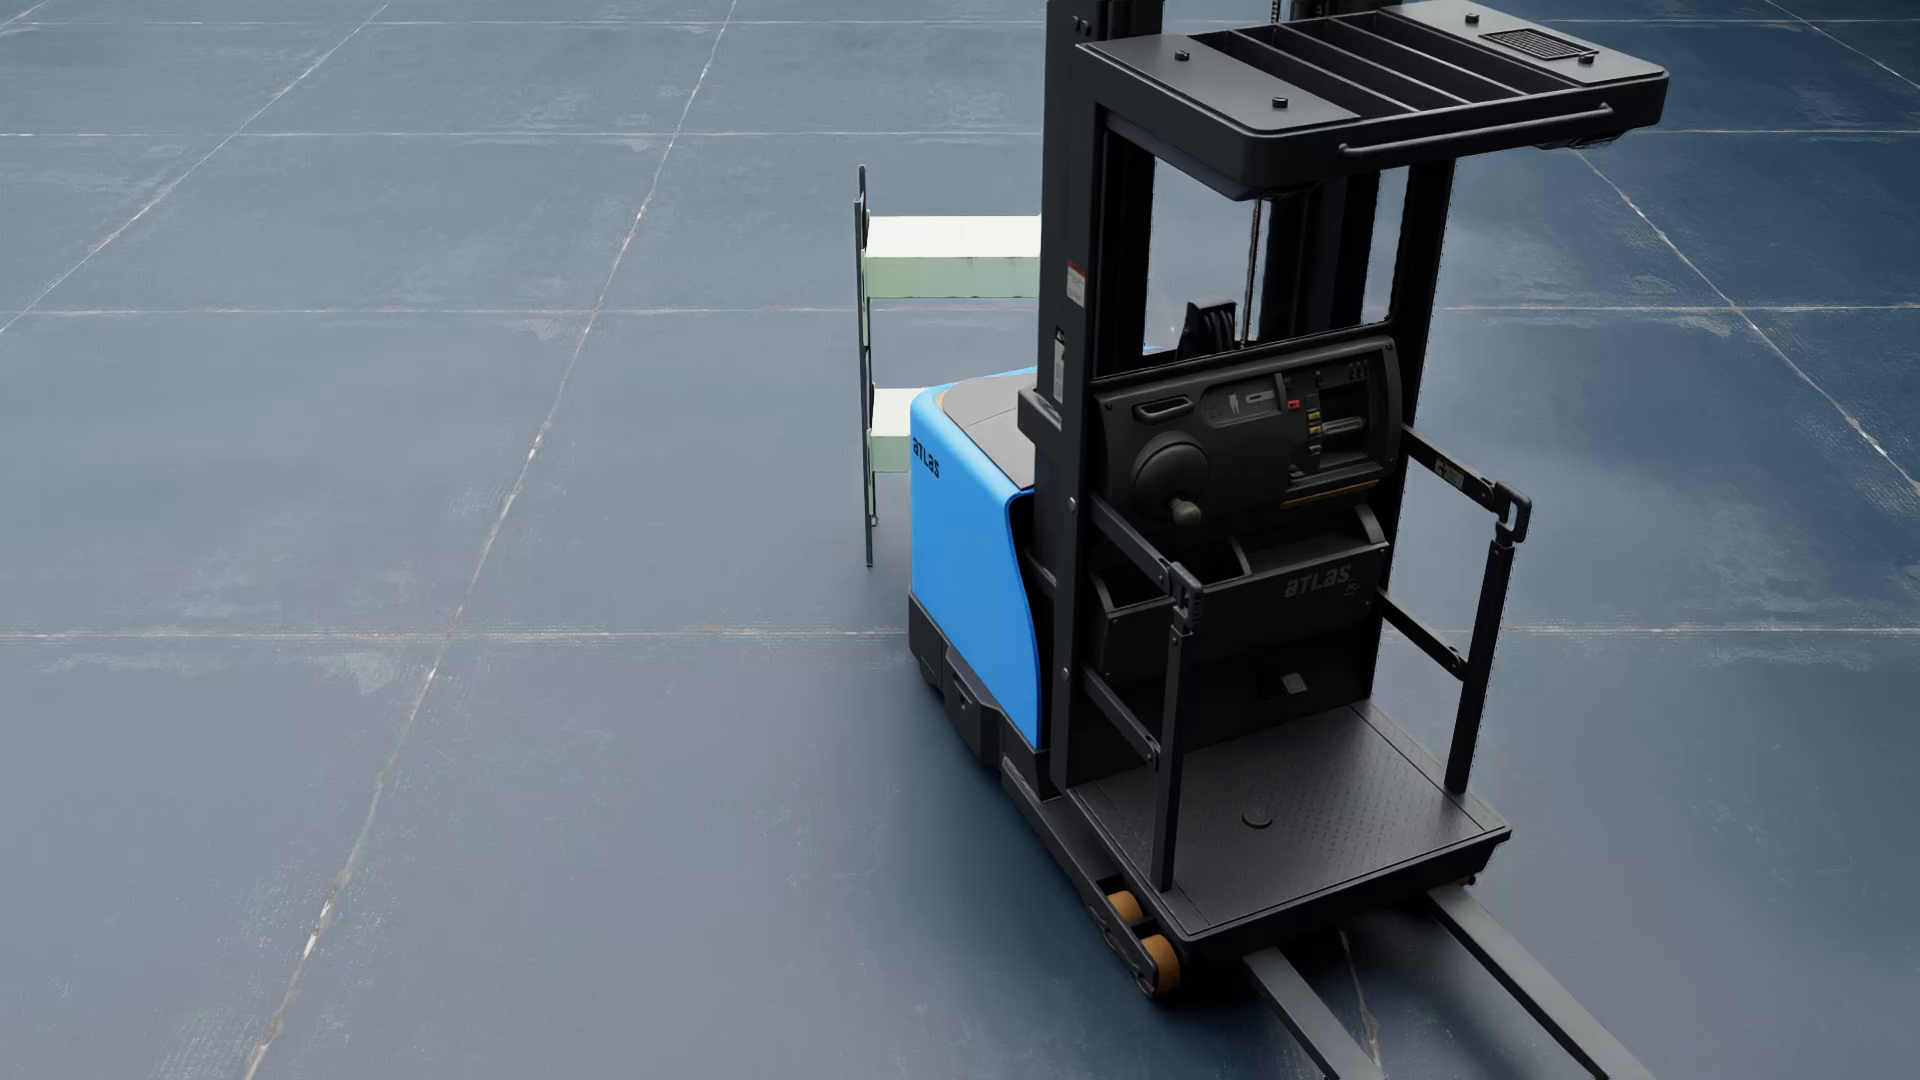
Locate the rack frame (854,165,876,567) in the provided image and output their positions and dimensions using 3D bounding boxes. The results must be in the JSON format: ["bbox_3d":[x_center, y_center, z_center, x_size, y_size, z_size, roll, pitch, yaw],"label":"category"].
[{"bbox_3d":[-0.359,-0.640,6.359,0.023,1.500,0.400,0,31,0],"label":"rack frame"}]

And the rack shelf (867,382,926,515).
[{"bbox_3d":[0.007,-0.363,6.530,0.720,0.370,0.431,0,31,0],"label":"rack shelf"}]

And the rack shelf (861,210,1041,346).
[{"bbox_3d":[0.007,-0.975,6.159,0.720,0.370,0.431,0,31,0],"label":"rack shelf"}]

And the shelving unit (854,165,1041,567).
[{"bbox_3d":[0.007,-0.641,6.361,0.755,1.500,0.431,0,31,0],"label":"shelving unit"}]

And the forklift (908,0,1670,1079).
[{"bbox_3d":[0.885,-0.238,4.317,1.130,2.935,3.031,-13,34,-21],"label":"forklift"}]
